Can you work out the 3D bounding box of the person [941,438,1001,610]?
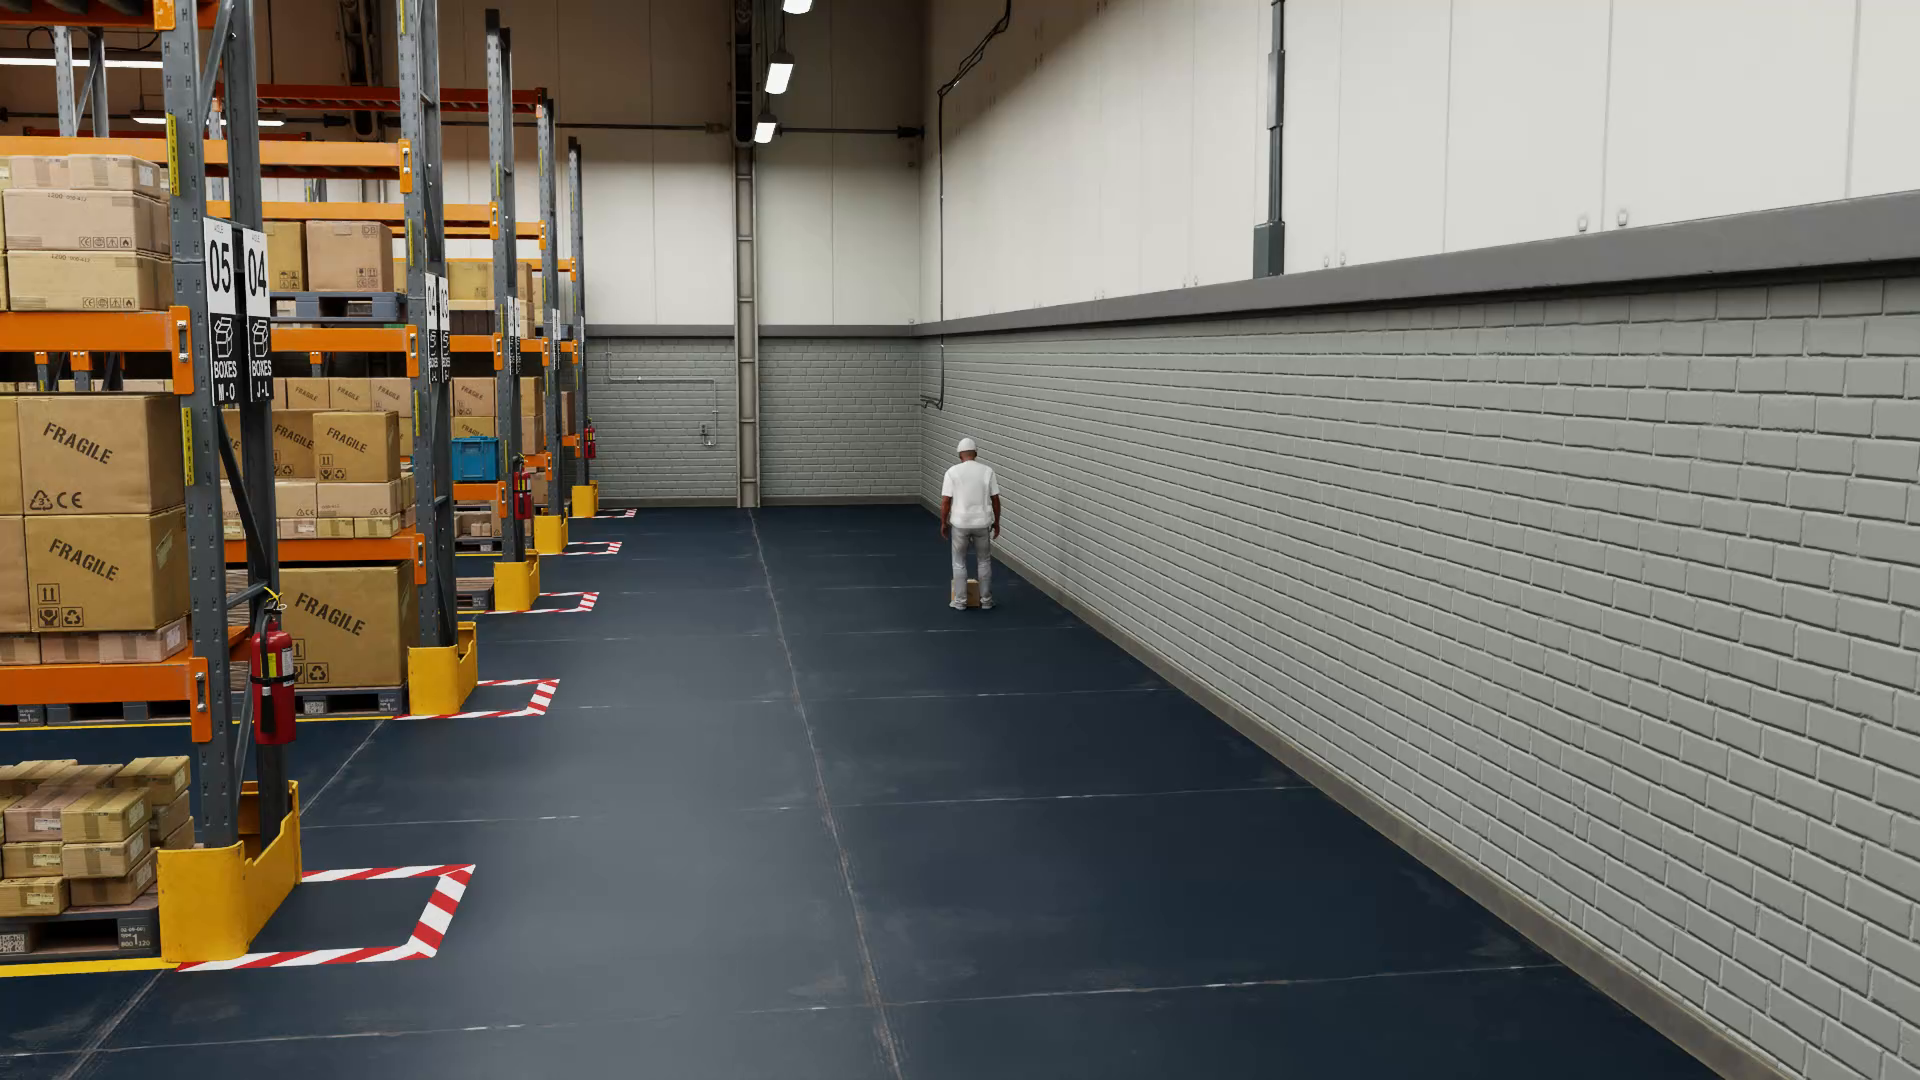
[{"bbox_3d":[0.108,-0.168,17.122,0.625,1.760,0.460,-1,7,-9],"label":"person"}]
